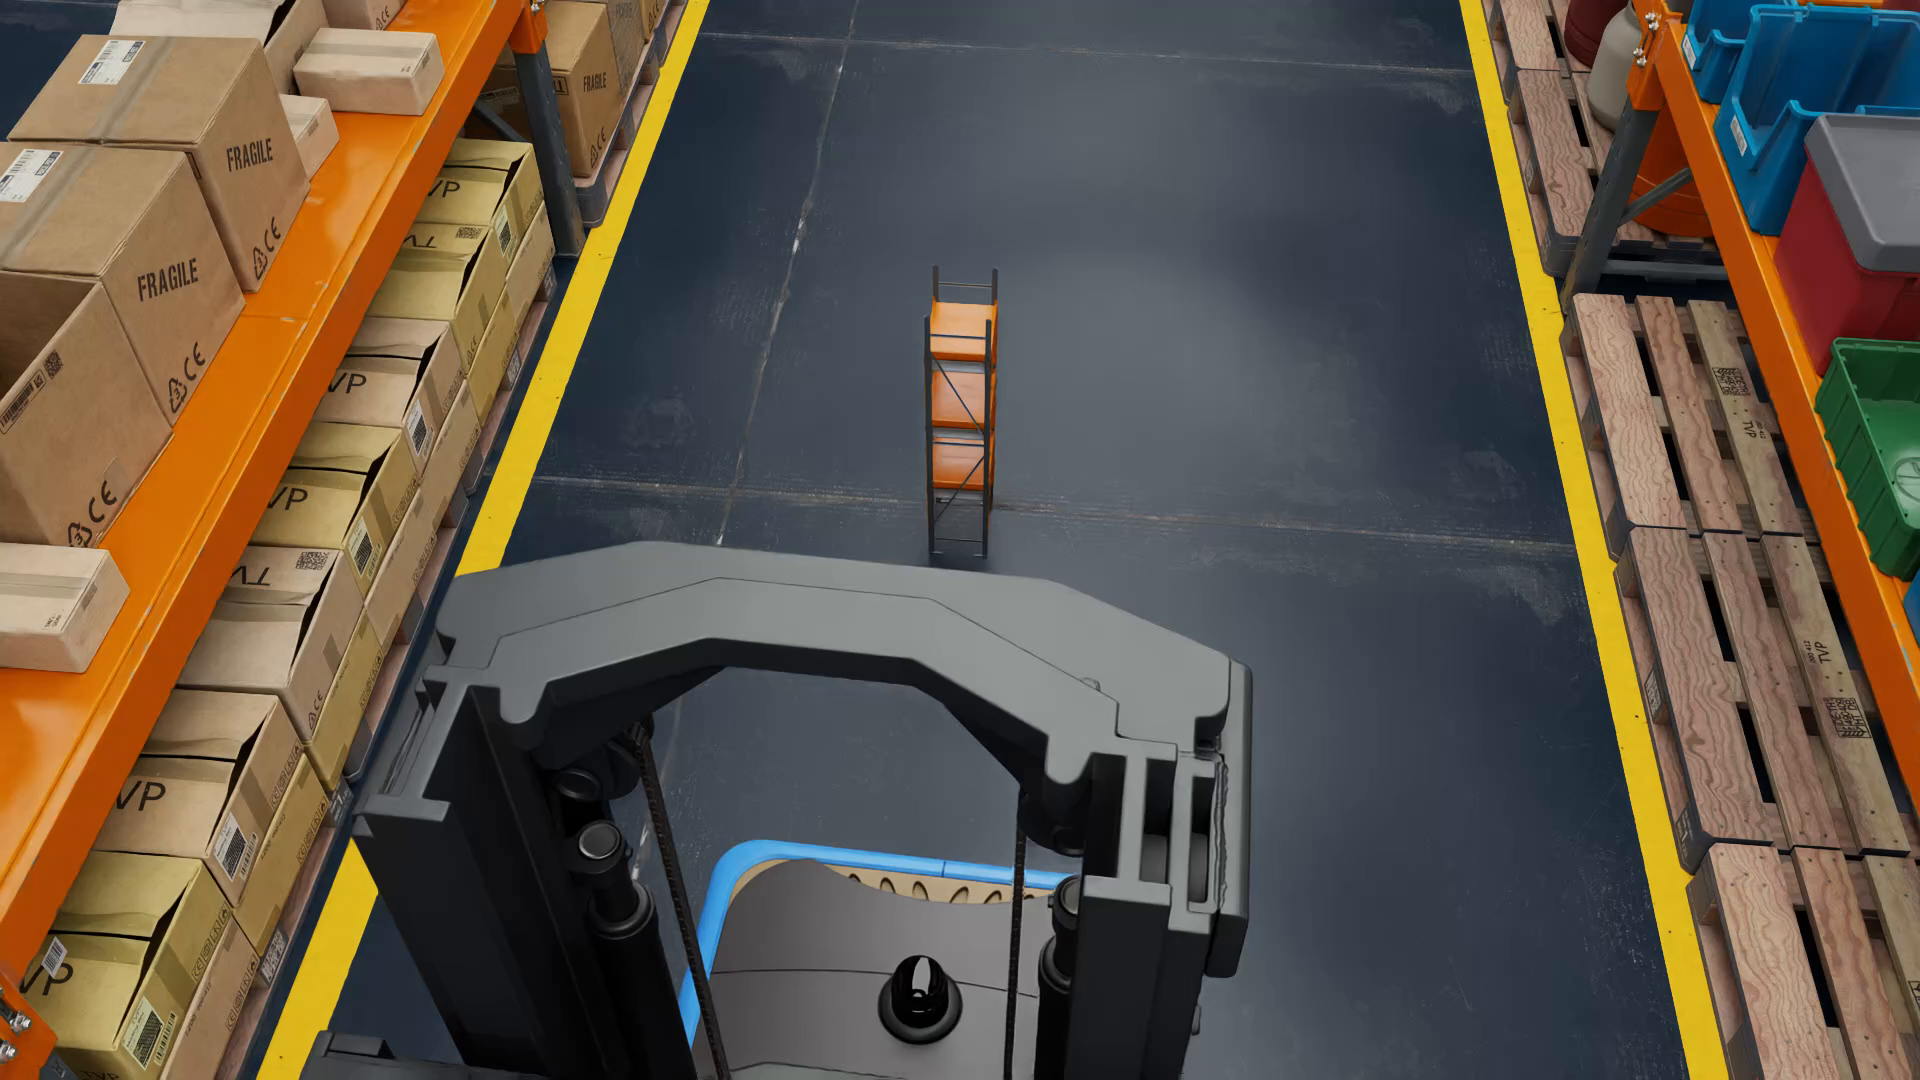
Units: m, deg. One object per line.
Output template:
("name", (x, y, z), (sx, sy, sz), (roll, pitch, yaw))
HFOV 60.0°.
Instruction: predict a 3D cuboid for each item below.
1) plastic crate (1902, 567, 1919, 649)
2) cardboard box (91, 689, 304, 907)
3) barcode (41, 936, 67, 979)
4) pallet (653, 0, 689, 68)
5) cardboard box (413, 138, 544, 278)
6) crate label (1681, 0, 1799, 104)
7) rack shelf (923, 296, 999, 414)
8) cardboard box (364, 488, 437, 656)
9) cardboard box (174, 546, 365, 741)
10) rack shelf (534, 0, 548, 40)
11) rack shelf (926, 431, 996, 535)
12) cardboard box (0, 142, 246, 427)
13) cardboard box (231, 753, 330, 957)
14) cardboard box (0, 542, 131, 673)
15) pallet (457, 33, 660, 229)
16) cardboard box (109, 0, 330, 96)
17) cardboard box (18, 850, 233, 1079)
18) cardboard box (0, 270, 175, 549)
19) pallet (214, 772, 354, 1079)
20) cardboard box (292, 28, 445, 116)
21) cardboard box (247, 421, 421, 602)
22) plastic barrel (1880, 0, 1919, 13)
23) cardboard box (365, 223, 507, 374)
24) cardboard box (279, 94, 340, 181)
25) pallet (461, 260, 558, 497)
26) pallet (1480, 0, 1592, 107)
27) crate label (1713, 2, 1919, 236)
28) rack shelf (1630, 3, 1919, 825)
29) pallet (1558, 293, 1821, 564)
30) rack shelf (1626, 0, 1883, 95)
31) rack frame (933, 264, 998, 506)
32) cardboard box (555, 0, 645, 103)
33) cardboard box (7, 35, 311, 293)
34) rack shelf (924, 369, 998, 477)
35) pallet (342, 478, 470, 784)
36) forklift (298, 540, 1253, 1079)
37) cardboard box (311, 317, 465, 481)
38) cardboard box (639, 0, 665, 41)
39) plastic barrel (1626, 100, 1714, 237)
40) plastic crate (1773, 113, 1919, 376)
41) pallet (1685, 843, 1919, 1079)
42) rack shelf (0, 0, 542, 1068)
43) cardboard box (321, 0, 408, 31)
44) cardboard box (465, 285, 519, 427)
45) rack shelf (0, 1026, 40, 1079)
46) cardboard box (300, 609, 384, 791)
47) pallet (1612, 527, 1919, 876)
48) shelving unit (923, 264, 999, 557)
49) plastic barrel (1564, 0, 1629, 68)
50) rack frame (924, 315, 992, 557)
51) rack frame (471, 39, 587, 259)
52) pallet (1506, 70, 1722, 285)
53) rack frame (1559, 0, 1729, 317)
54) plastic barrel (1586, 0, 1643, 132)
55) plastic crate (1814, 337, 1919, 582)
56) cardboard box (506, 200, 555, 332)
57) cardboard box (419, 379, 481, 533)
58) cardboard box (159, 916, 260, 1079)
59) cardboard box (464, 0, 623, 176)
("plastic crate", (2.309, 0.209, 3.537), (0.392, 0.384, 0.575), (4, 48, 4))
("cardboard box", (-2.078, 0.642, 4.329), (0.500, 0.311, 0.500), (3, 48, 3))
("barcode", (-1.976, 0.911, 3.629), (0.001, 0.075, 0.075), (4, 48, 4))
("pallet", (-1.830, -2.739, 8.112), (1.003, 0.211, 1.213), (4, 48, 4))
("cardboard box", (-1.852, -1.241, 6.051), (0.500, 0.311, 0.500), (5, 48, 5))
("crate label", (2.471, -1.563, 5.260), (0.303, 0.233, 0.416), (4, 48, 4))
("rack shelf", (0.005, -0.578, 5.197), (0.215, 0.259, 0.240), (4, 48, 4))
("cardboard box", (-1.991, 0.076, 5.227), (0.500, 0.250, 0.500), (5, 48, 4))
("cardboard box", (-2.032, 0.262, 4.677), (0.500, 0.311, 0.500), (2, 48, 2))
("rack shelf", (-1.867, -3.467, 7.376), (1.077, 0.370, 4.000), (4, 48, 4))
("rack shelf", (0.005, -0.199, 5.611), (0.215, 0.259, 0.240), (4, 48, 4))
("cardboard box", (-2.234, -0.653, 4.246), (0.500, 0.500, 0.500), (4, 48, 4))
("cardboard box", (-2.083, 0.830, 4.536), (0.500, 0.250, 0.500), (5, 48, 5))
("cardboard box", (-2.130, 0.147, 3.753), (0.380, 0.149, 0.250), (4, 48, 4))
("pallet", (-1.944, -1.845, 7.294), (1.003, 0.211, 1.213), (4, 48, 4))
("cardboard box", (-2.324, -1.566, 5.210), (0.500, 0.311, 0.500), (3, 48, 3))
("cardboard box", (-2.129, 1.009, 3.993), (0.500, 0.311, 0.500), (4, 48, 4))
("cardboard box", (-2.280, -0.285, 3.910), (0.500, 0.500, 0.500), (7, 48, 6))
("pallet", (-2.386, 1.096, 4.604), (1.003, 0.211, 1.213), (4, 48, 4))
("cardboard box", (-1.857, -1.476, 5.237), (0.380, 0.149, 0.250), (4, 48, 4))
("cardboard box", (-1.990, -0.120, 5.026), (0.500, 0.311, 0.500), (5, 48, 5))
("plastic barrel", (3.142, -1.589, 5.078), (0.600, 0.536, 0.708), (4, 48, 4))
("cardboard box", (-1.893, -0.859, 5.702), (0.500, 0.311, 0.500), (3, 48, 3))
("cardboard box", (-2.110, -1.214, 4.998), (0.380, 0.149, 0.250), (7, 48, 6))
("pallet", (-2.164, -0.696, 6.244), (1.003, 0.211, 1.213), (4, 48, 4))
("pallet", (3.027, -2.439, 7.838), (1.003, 0.211, 1.213), (4, 48, 4))
("crate label", (2.523, -1.204, 4.795), (0.502, 0.435, 0.616), (4, 48, 4))
("rack shelf", (2.700, -0.192, 4.380), (1.077, 0.370, 4.000), (4, 48, 4))
("pallet", (2.773, -0.396, 5.969), (1.003, 0.211, 1.213), (4, 48, 4))
("rack shelf", (3.065, -3.131, 7.068), (1.077, 0.370, 4.000), (4, 48, 4))
("rack frame", (0.016, -0.483, 5.481), (0.200, 1.050, 0.008), (4, 48, 4))
("cardboard box", (-1.682, -2.245, 7.166), (0.500, 0.500, 0.500), (2, 48, 2))
("cardboard box", (-2.186, -1.040, 4.600), (0.500, 0.500, 0.500), (2, 48, 1))
("rack shelf", (0.005, -0.386, 5.406), (0.215, 0.259, 0.240), (4, 48, 4))
("pallet", (-2.277, 0.198, 5.426), (1.003, 0.211, 1.213), (4, 48, 4))
("forklift", (-0.227, 1.521, 2.373), (1.130, 2.935, 3.031), (6, 48, 5))
("cardboard box", (-1.942, -0.488, 5.363), (0.500, 0.311, 0.500), (4, 48, 3))
("cardboard box", (-1.631, -2.613, 7.503), (0.500, 0.500, 0.500), (3, 48, 3))
("plastic barrel", (2.910, -1.674, 6.434), (0.600, 0.830, 0.708), (4, 48, 4))
("plastic crate", (2.431, -0.759, 4.368), (0.402, 0.464, 0.583), (4, 48, 4))
("pallet", (2.551, 1.397, 4.329), (1.003, 0.211, 1.213), (4, 48, 4))
("rack shelf", (-2.232, -0.527, 4.687), (1.077, 0.370, 4.000), (4, 48, 4))
("cardboard box", (-2.126, -1.945, 5.557), (0.500, 0.311, 0.500), (7, 48, 6))
("cardboard box", (-1.898, -0.672, 5.910), (0.500, 0.250, 0.500), (3, 48, 3))
("rack shelf", (-2.597, 2.412, 1.999), (1.077, 0.370, 4.000), (4, 48, 4))
("cardboard box", (-2.038, 0.450, 4.885), (0.500, 0.250, 0.500), (3, 48, 2))
("pallet", (2.660, 0.498, 5.152), (1.003, 0.211, 1.213), (4, 48, 4))
("shelving unit", (0.005, -0.394, 5.399), (0.215, 1.050, 0.252), (4, 48, 4))
("plastic barrel", (3.013, -2.422, 7.282), (0.600, 0.588, 0.708), (4, 48, 4))
("rack frame", (-0.006, -0.304, 5.317), (0.200, 1.050, 0.008), (4, 48, 4))
("rack frame", (-2.050, -2.240, 5.766), (1.000, 3.000, 0.127), (4, 48, 4))
("pallet", (2.913, -1.545, 7.020), (1.003, 0.211, 1.213), (4, 48, 4))
("rack frame", (2.883, -1.904, 5.459), (1.000, 3.000, 0.127), (4, 48, 4))
("plastic barrel", (2.873, -1.988, 6.937), (0.421, 0.512, 0.421), (0, 48, 0))
("plastic crate", (2.396, -0.192, 4.036), (0.450, 0.188, 0.662), (4, 48, 4))
("cardboard box", (-1.855, -1.051, 6.257), (0.500, 0.250, 0.500), (5, 48, 4))
("cardboard box", (-1.947, -0.302, 5.572), (0.500, 0.250, 0.500), (5, 48, 4))
("cardboard box", (-2.131, 1.206, 4.193), (0.500, 0.250, 0.500), (3, 48, 3))
("cardboard box", (-1.724, -1.860, 6.814), (0.500, 0.500, 0.500), (6, 48, 5))
